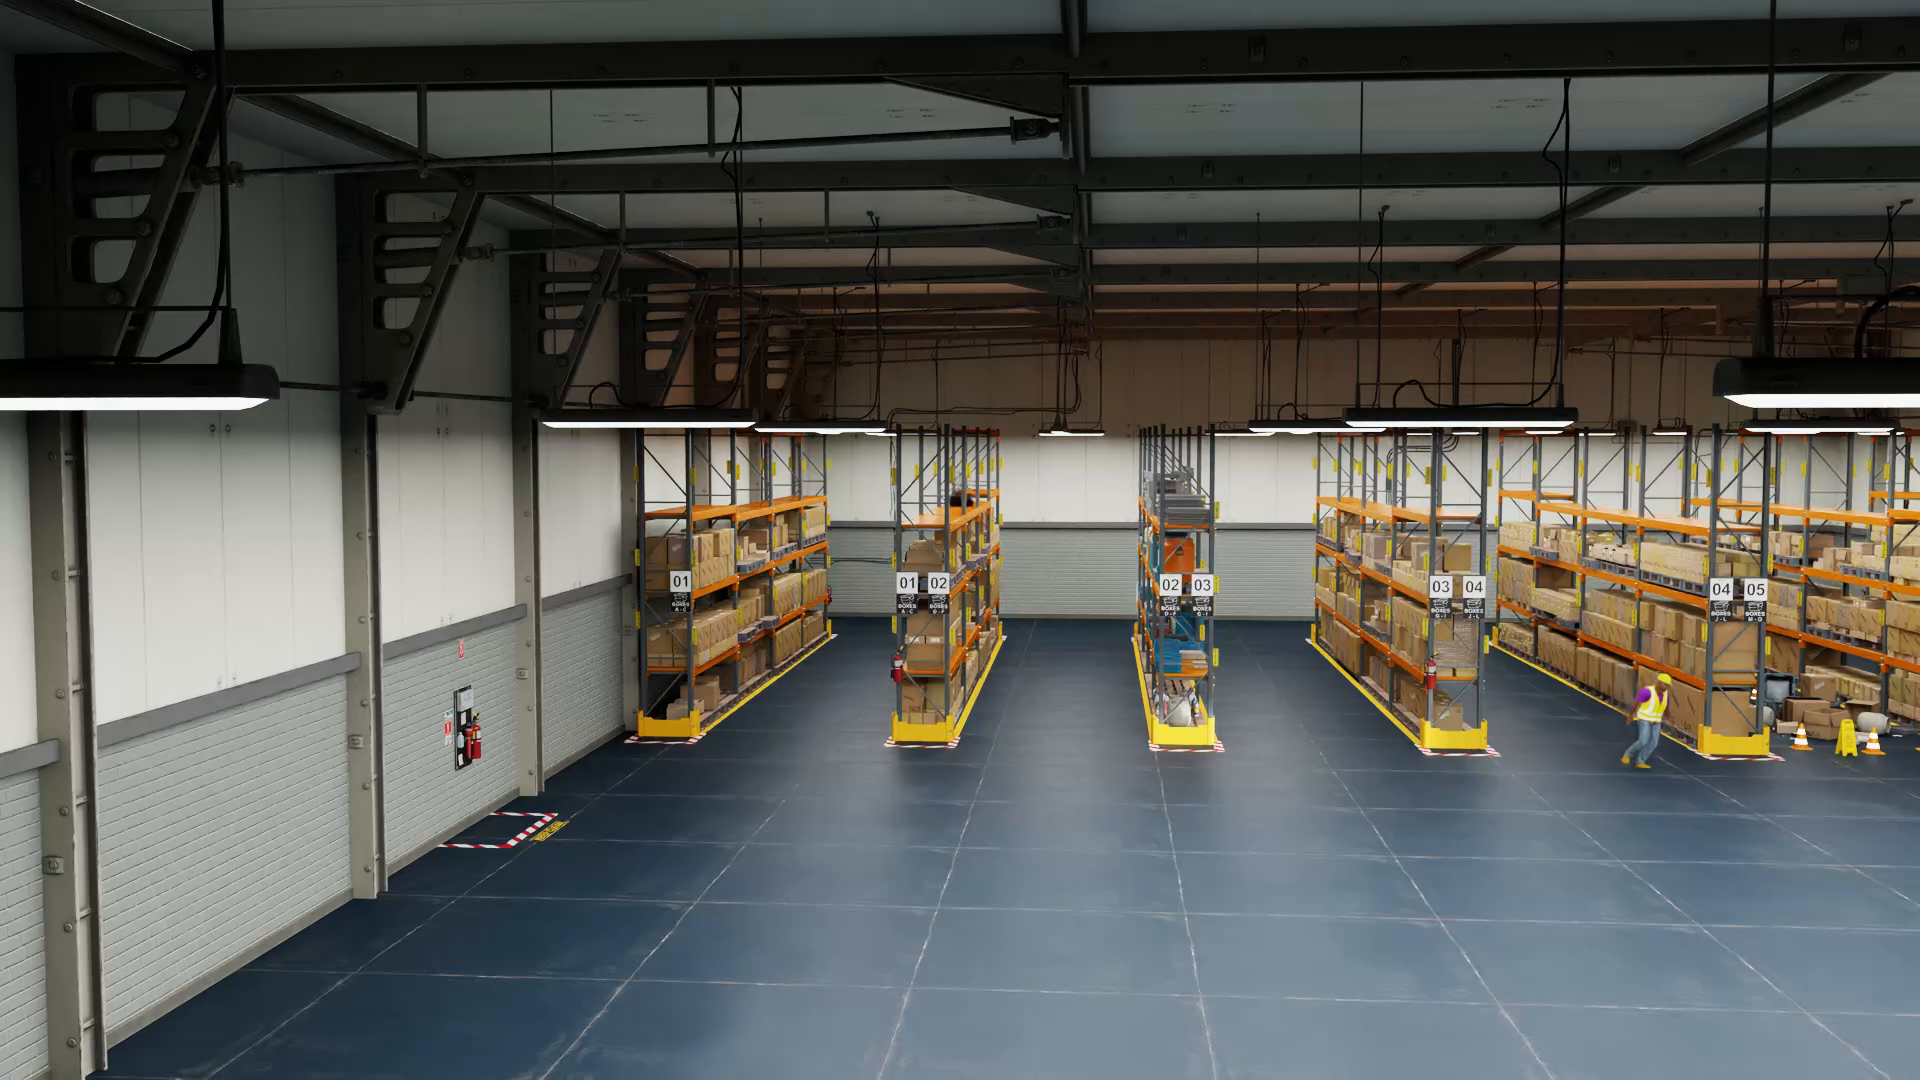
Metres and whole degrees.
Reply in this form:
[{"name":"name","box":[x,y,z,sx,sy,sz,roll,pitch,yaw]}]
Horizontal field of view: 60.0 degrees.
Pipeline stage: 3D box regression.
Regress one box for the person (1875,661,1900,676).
[{"name":"person","box":[22.003,2.508,39.488,0.627,1.656,0.728,-1,4,-9]}]

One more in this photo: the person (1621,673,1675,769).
[{"name":"person","box":[11.915,3.119,28.712,0.801,1.680,0.683,-1,4,-18]}]
